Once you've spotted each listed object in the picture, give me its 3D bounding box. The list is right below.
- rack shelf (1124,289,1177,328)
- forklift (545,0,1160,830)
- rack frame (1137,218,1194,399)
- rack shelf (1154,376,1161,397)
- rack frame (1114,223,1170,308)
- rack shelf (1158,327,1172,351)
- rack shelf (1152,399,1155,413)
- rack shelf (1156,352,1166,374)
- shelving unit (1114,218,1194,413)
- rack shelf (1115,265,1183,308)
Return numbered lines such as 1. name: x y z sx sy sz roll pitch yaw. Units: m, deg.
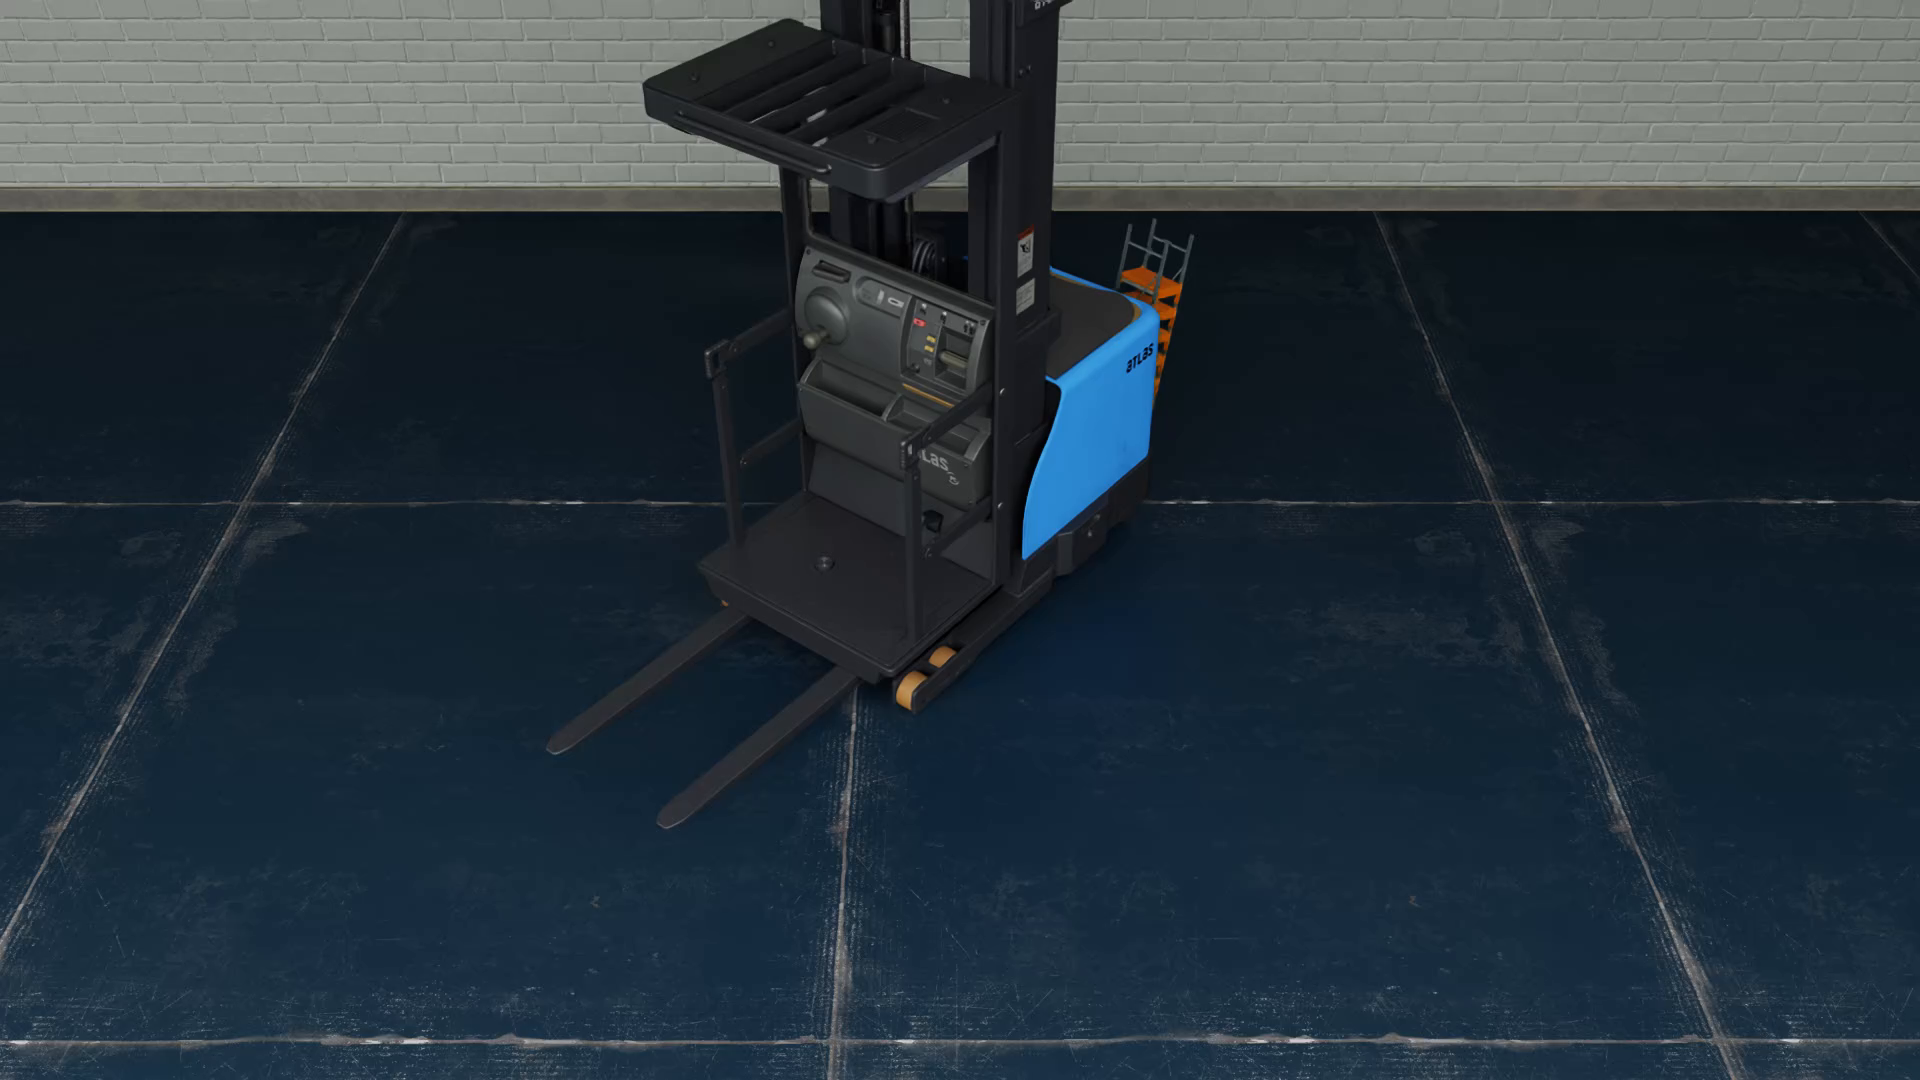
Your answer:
1. rack shelf: 0.860 -1.075 7.816 0.258 0.103 0.180 32 36 33
2. forklift: -0.405 -0.788 6.389 1.130 2.935 3.031 26 45 29
3. rack frame: 0.893 -0.931 7.974 0.240 1.200 0.006 32 36 33
4. rack shelf: 0.804 -0.766 7.993 0.258 0.103 0.180 32 36 33
5. rack frame: 0.767 -0.883 7.850 0.240 1.200 0.006 32 36 33
6. rack shelf: 0.841 -0.972 7.875 0.258 0.103 0.180 32 36 33
7. rack shelf: 0.786 -0.663 8.051 0.258 0.103 0.180 32 36 33
8. rack shelf: 0.823 -0.869 7.934 0.258 0.103 0.180 32 36 33
9. shelving unit: 0.830 -0.907 7.912 0.258 1.200 0.189 32 36 33
10. rack shelf: 0.879 -1.178 7.758 0.258 0.103 0.180 32 36 33
